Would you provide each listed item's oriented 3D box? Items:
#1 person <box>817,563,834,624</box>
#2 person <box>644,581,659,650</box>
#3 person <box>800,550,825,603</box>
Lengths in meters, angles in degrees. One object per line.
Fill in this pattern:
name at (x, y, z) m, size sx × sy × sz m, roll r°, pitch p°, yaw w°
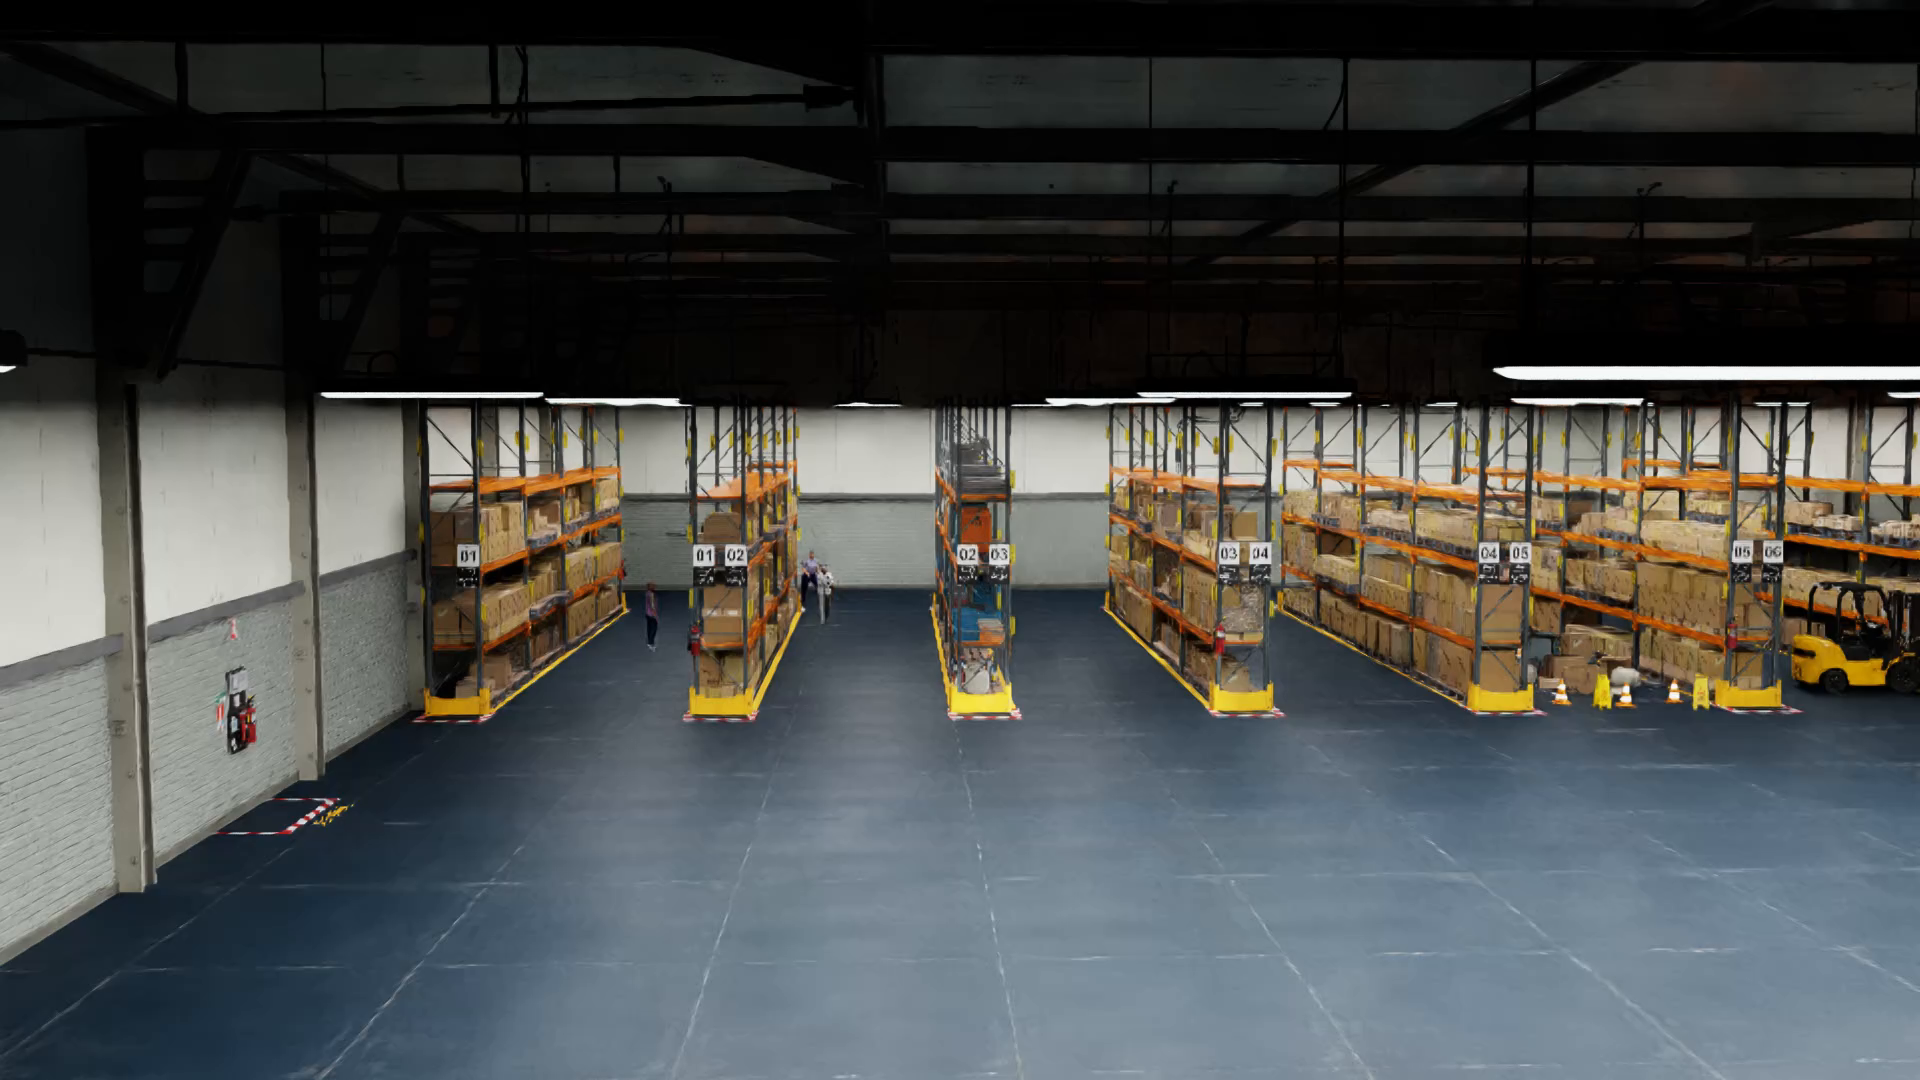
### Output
person at (-3.591, 1.411, 44.395) m, size 0.463 × 1.625 × 0.989 m, roll 0°, pitch 5°, yaw -3°
person at (-7.376, 1.808, 39.812) m, size 0.349 × 1.641 × 0.477 m, roll -3°, pitch 5°, yaw -31°
person at (-4.386, 1.076, 49.052) m, size 0.662 × 1.574 × 0.782 m, roll -2°, pitch 5°, yaw -22°
